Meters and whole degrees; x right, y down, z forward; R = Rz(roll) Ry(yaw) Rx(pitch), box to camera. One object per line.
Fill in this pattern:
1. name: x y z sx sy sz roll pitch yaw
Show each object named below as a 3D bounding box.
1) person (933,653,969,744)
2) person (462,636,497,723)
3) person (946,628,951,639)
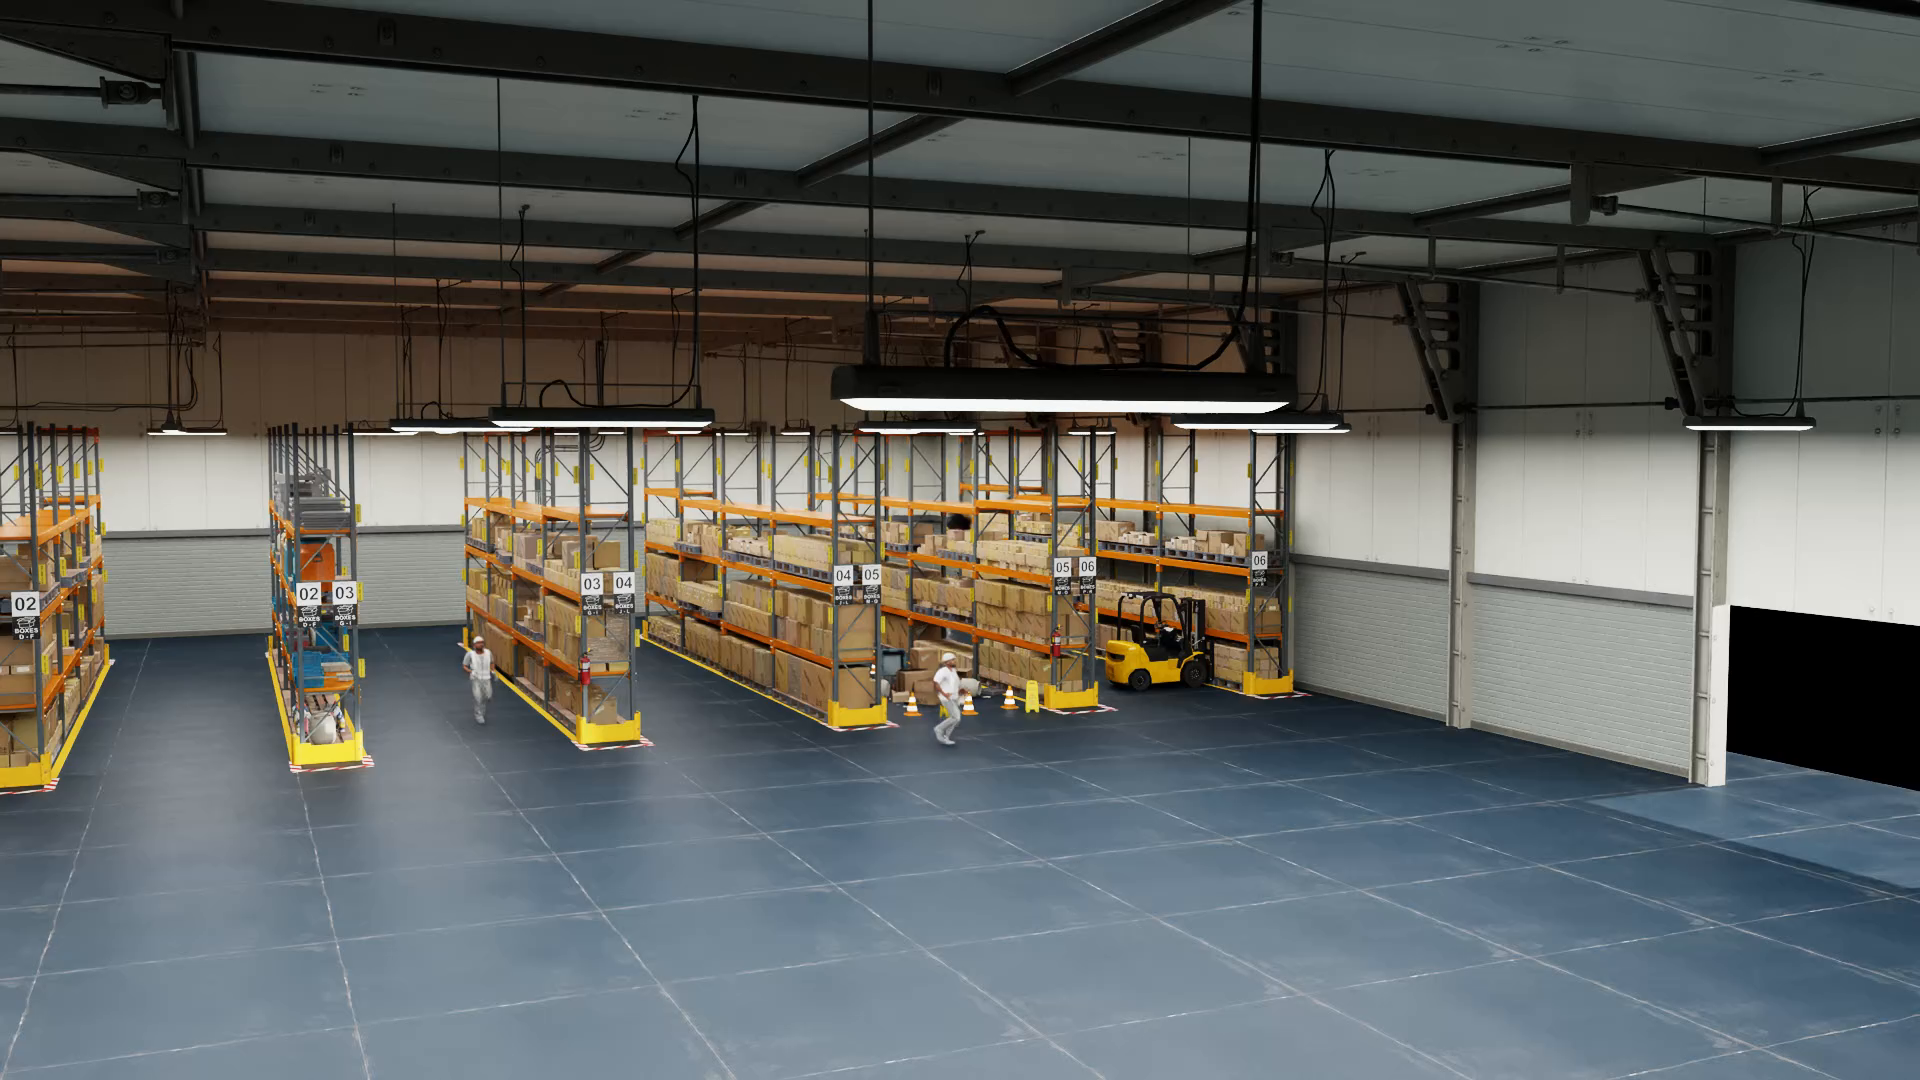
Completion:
1. person: -0.173 2.959 31.019 0.563 1.721 0.676 1 4 22
2. person: -9.682 2.811 33.545 0.685 1.736 0.599 -2 4 -33
3. person: -0.435 2.058 46.574 0.577 1.633 0.859 -2 4 -33
